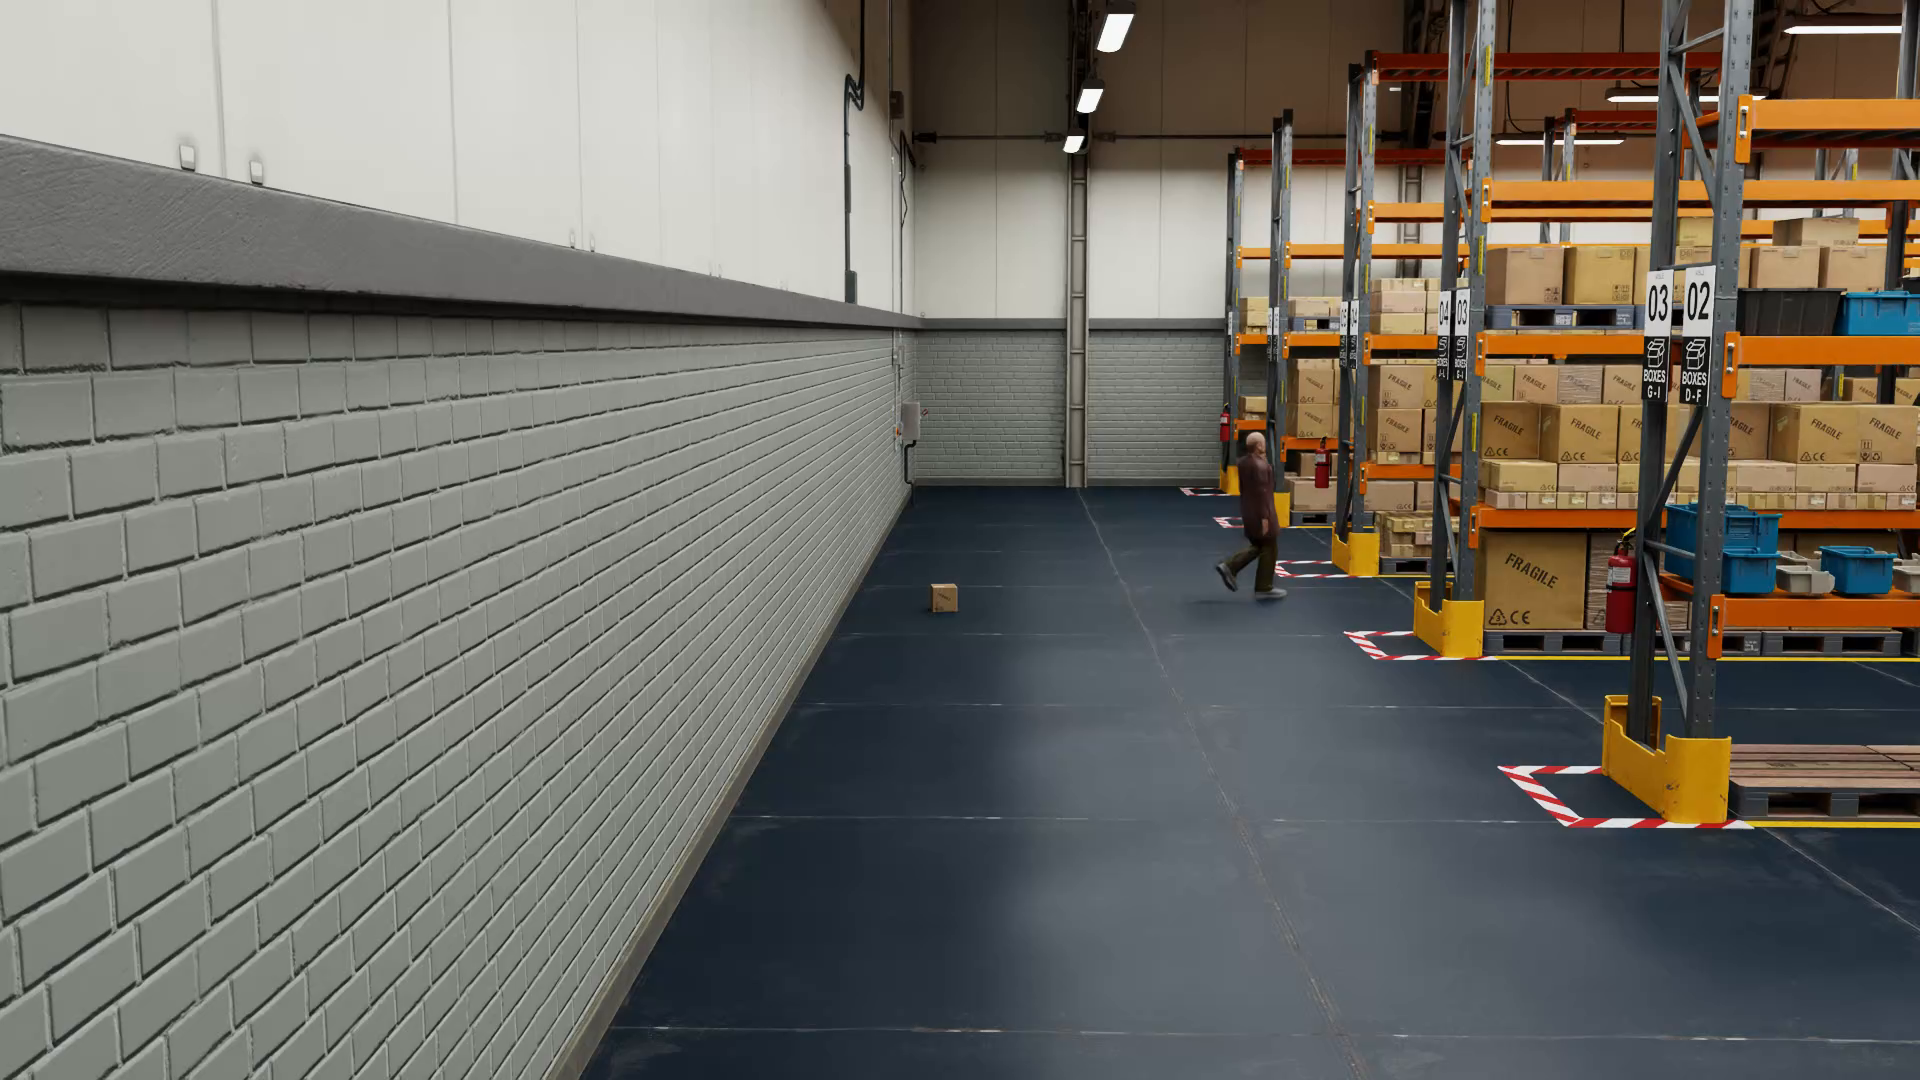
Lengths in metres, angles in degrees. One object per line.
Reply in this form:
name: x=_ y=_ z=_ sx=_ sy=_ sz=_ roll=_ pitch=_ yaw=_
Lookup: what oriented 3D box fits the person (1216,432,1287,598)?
person: x=3.141 y=-0.265 z=17.655 sx=0.684 sy=1.762 sz=0.574 roll=-2 pitch=7 yaw=-17
